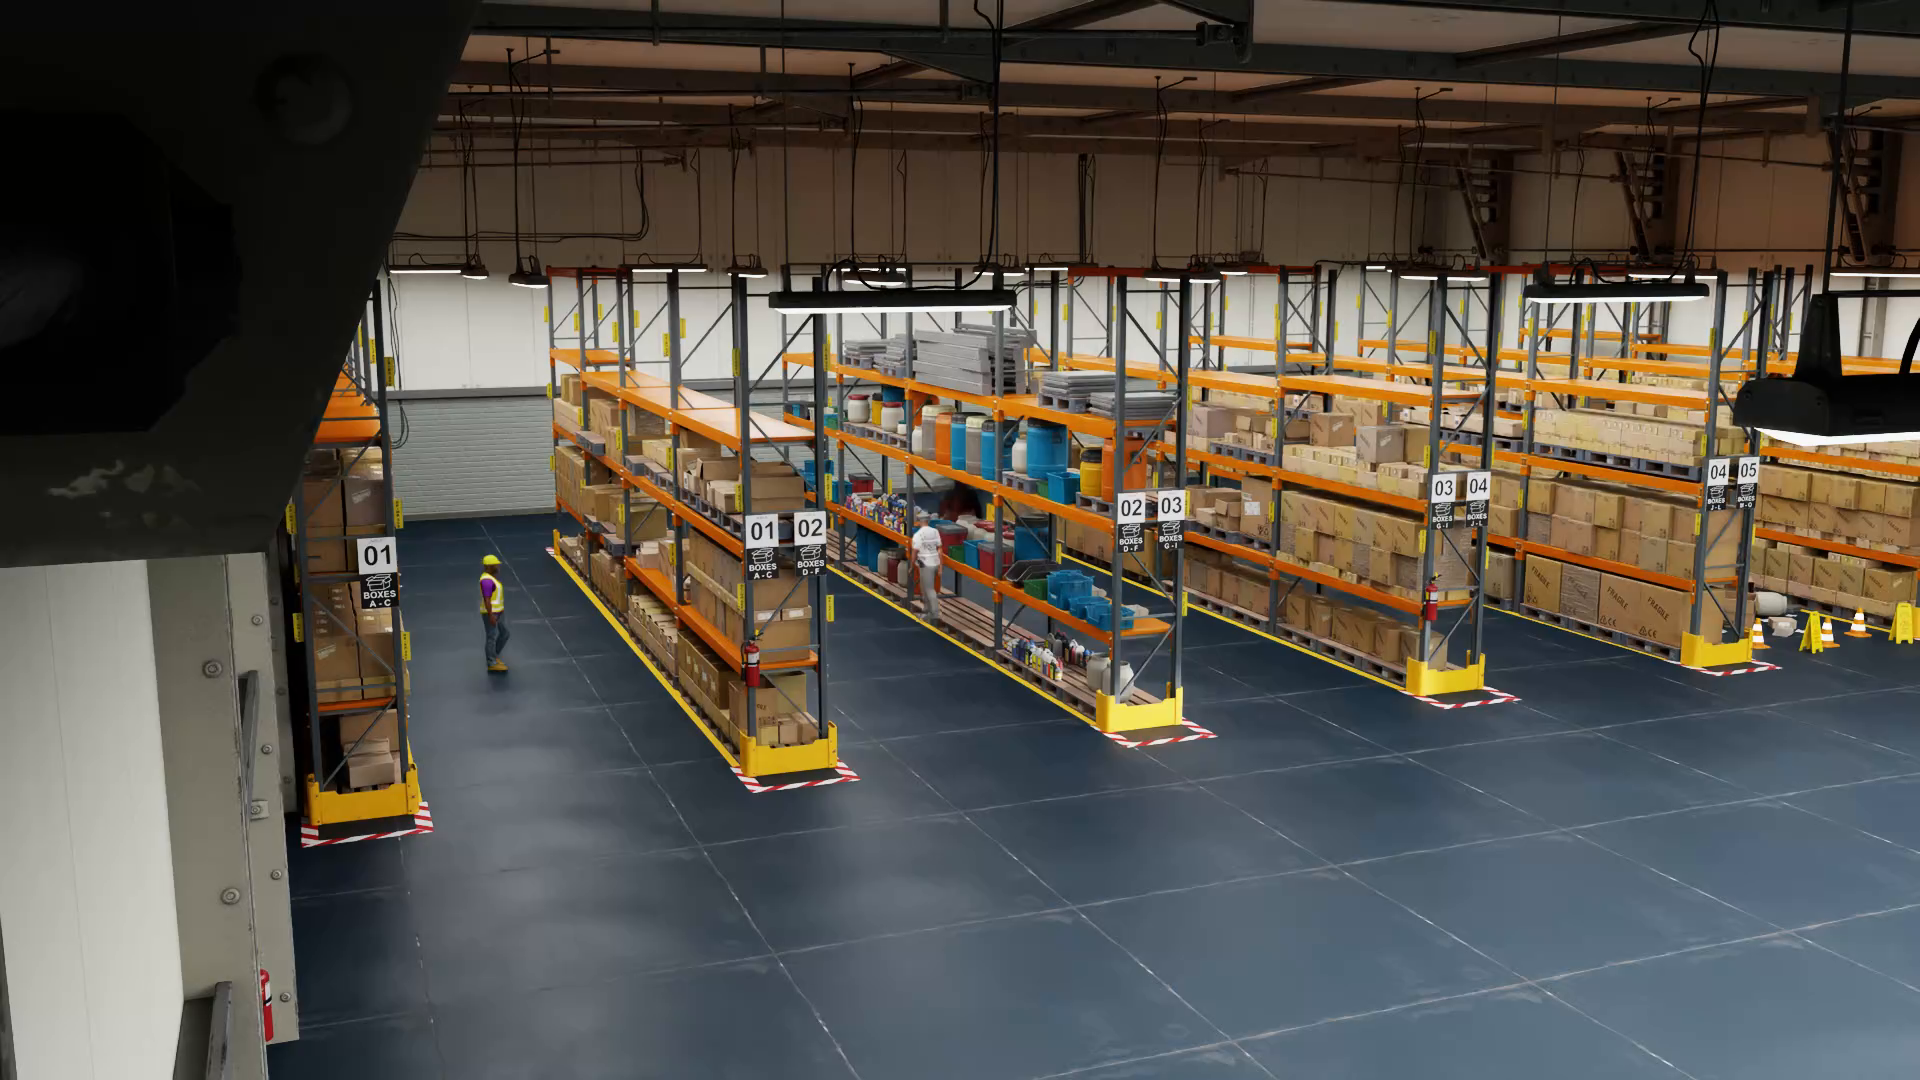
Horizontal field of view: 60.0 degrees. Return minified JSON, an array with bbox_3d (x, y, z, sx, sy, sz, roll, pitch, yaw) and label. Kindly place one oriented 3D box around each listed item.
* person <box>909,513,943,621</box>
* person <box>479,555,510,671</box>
[{"bbox_3d":[-0.560,0.487,27.378,0.510,1.856,0.532,3,10,19],"label":"person"},{"bbox_3d":[-7.092,1.106,25.278,0.433,1.778,0.619,1,10,7],"label":"person"}]
